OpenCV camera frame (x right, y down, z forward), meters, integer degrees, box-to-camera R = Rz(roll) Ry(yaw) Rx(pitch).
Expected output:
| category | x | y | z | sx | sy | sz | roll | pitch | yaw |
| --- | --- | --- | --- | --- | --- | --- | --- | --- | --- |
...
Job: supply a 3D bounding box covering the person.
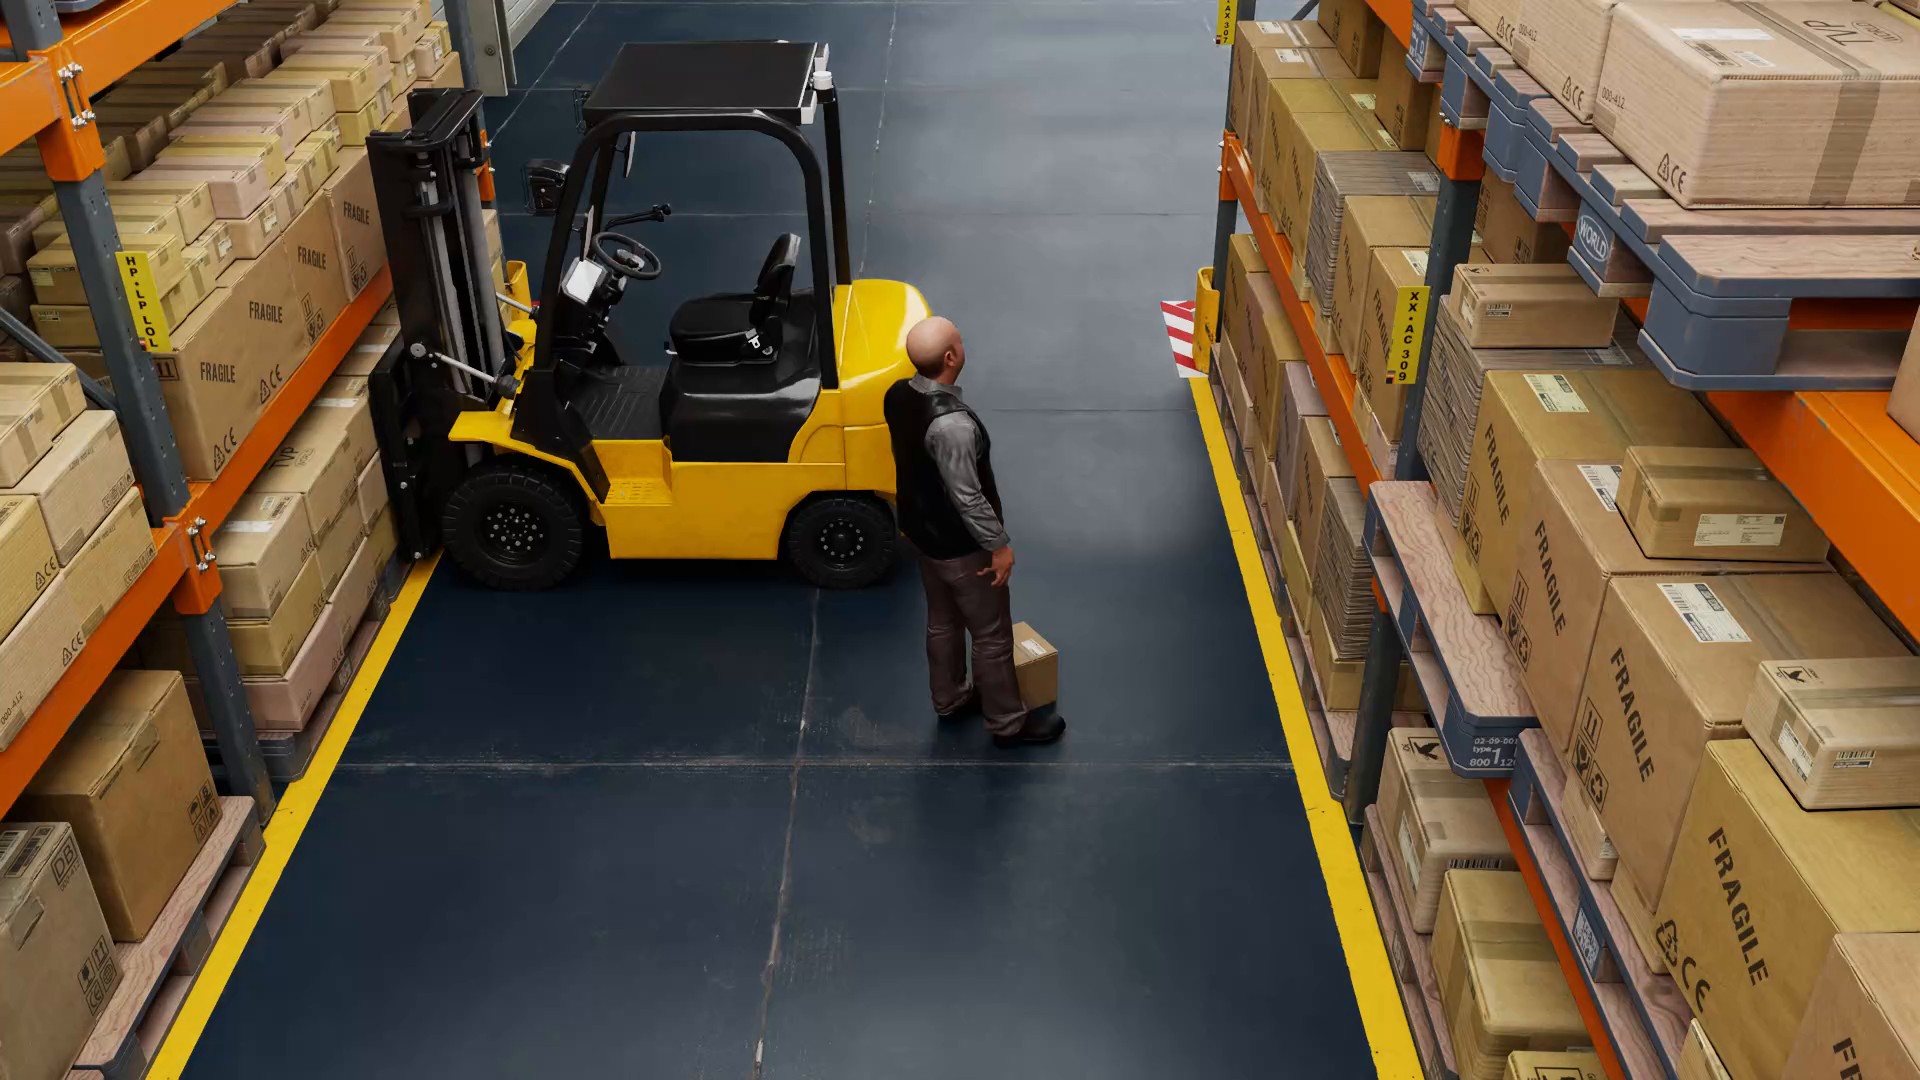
| category | x | y | z | sx | sy | sz | roll | pitch | yaw |
| --- | --- | --- | --- | --- | --- | --- | --- | --- | --- |
| person | 0.038 | -0.038 | 6.204 | 0.564 | 1.724 | 0.634 | -16 | 35 | -25 |
